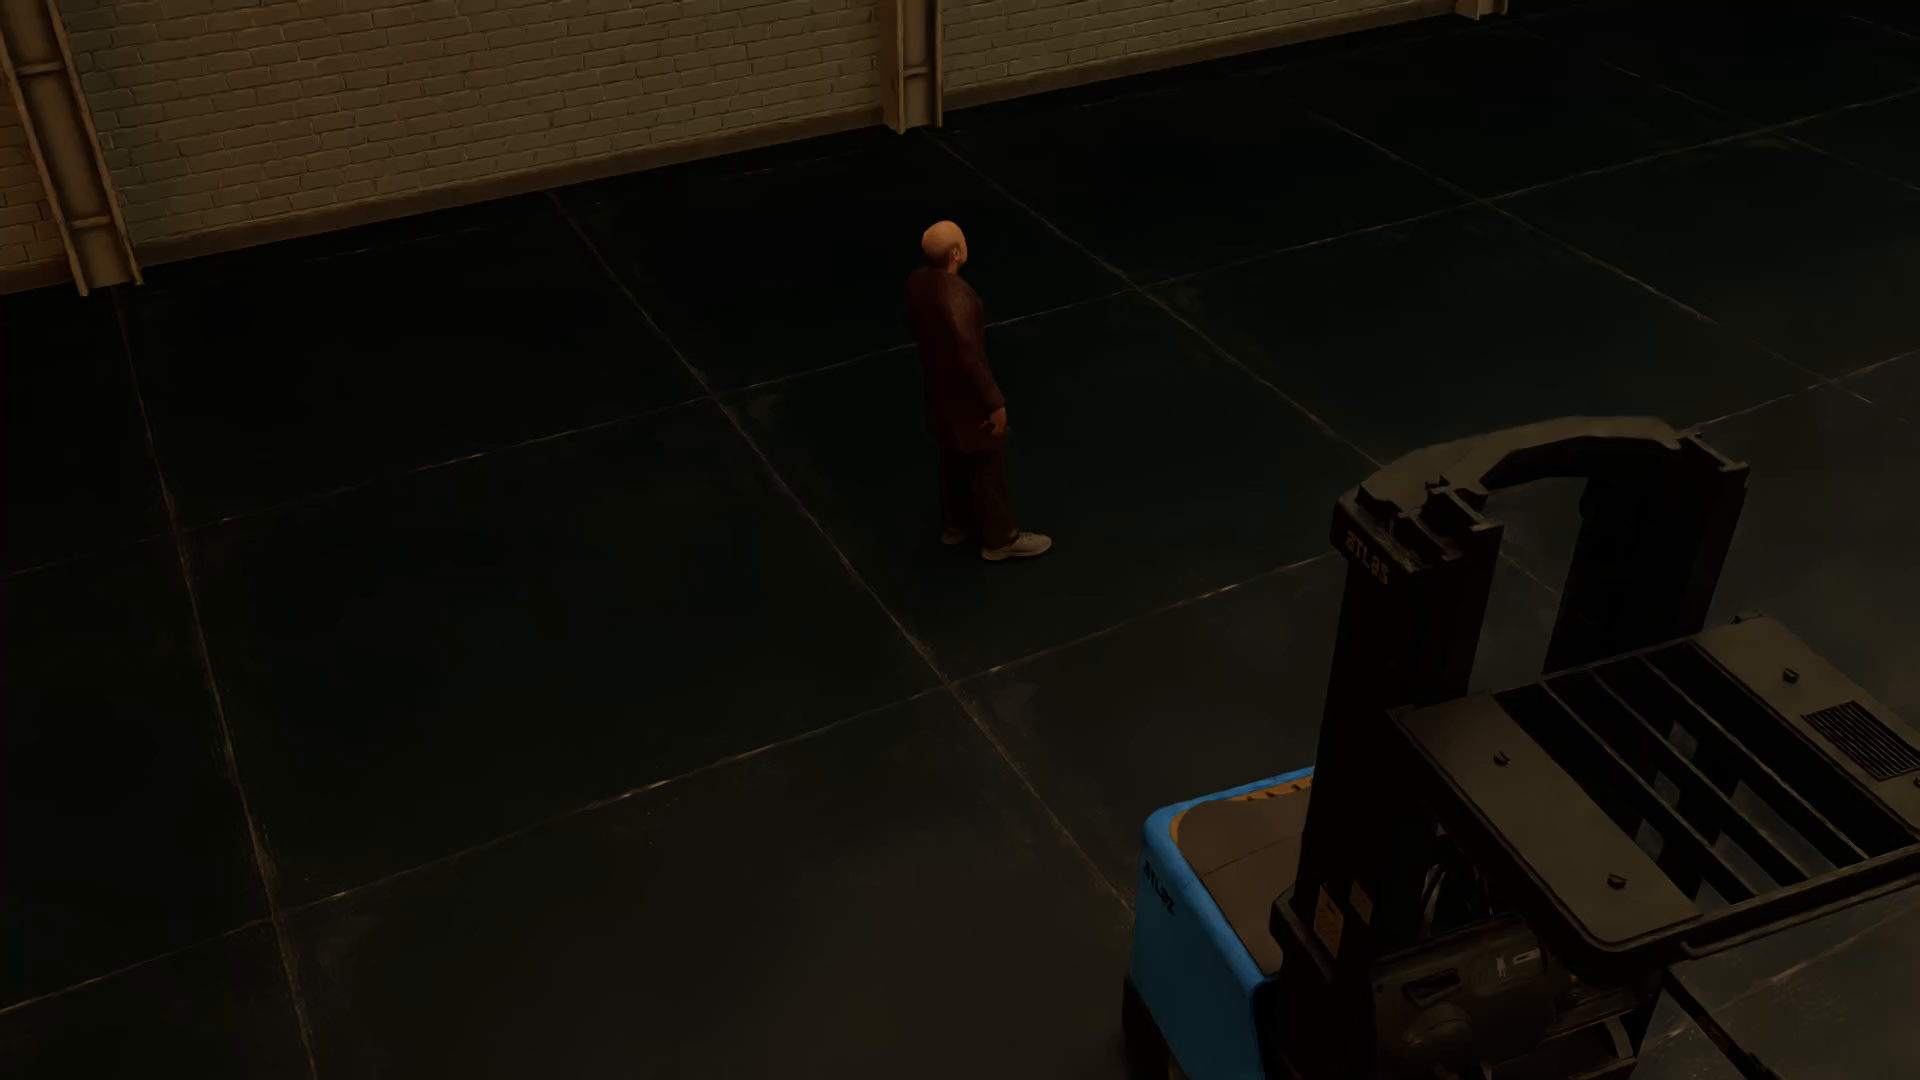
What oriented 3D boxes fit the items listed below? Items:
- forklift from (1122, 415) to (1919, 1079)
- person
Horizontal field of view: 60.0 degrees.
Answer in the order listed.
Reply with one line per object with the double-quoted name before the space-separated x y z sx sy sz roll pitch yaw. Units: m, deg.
"forklift" 1.585 1.282 4.310 1.130 2.935 3.031 -12 37 -17
"person" 0.083 -0.754 8.177 0.580 1.776 0.694 -17 39 -23
